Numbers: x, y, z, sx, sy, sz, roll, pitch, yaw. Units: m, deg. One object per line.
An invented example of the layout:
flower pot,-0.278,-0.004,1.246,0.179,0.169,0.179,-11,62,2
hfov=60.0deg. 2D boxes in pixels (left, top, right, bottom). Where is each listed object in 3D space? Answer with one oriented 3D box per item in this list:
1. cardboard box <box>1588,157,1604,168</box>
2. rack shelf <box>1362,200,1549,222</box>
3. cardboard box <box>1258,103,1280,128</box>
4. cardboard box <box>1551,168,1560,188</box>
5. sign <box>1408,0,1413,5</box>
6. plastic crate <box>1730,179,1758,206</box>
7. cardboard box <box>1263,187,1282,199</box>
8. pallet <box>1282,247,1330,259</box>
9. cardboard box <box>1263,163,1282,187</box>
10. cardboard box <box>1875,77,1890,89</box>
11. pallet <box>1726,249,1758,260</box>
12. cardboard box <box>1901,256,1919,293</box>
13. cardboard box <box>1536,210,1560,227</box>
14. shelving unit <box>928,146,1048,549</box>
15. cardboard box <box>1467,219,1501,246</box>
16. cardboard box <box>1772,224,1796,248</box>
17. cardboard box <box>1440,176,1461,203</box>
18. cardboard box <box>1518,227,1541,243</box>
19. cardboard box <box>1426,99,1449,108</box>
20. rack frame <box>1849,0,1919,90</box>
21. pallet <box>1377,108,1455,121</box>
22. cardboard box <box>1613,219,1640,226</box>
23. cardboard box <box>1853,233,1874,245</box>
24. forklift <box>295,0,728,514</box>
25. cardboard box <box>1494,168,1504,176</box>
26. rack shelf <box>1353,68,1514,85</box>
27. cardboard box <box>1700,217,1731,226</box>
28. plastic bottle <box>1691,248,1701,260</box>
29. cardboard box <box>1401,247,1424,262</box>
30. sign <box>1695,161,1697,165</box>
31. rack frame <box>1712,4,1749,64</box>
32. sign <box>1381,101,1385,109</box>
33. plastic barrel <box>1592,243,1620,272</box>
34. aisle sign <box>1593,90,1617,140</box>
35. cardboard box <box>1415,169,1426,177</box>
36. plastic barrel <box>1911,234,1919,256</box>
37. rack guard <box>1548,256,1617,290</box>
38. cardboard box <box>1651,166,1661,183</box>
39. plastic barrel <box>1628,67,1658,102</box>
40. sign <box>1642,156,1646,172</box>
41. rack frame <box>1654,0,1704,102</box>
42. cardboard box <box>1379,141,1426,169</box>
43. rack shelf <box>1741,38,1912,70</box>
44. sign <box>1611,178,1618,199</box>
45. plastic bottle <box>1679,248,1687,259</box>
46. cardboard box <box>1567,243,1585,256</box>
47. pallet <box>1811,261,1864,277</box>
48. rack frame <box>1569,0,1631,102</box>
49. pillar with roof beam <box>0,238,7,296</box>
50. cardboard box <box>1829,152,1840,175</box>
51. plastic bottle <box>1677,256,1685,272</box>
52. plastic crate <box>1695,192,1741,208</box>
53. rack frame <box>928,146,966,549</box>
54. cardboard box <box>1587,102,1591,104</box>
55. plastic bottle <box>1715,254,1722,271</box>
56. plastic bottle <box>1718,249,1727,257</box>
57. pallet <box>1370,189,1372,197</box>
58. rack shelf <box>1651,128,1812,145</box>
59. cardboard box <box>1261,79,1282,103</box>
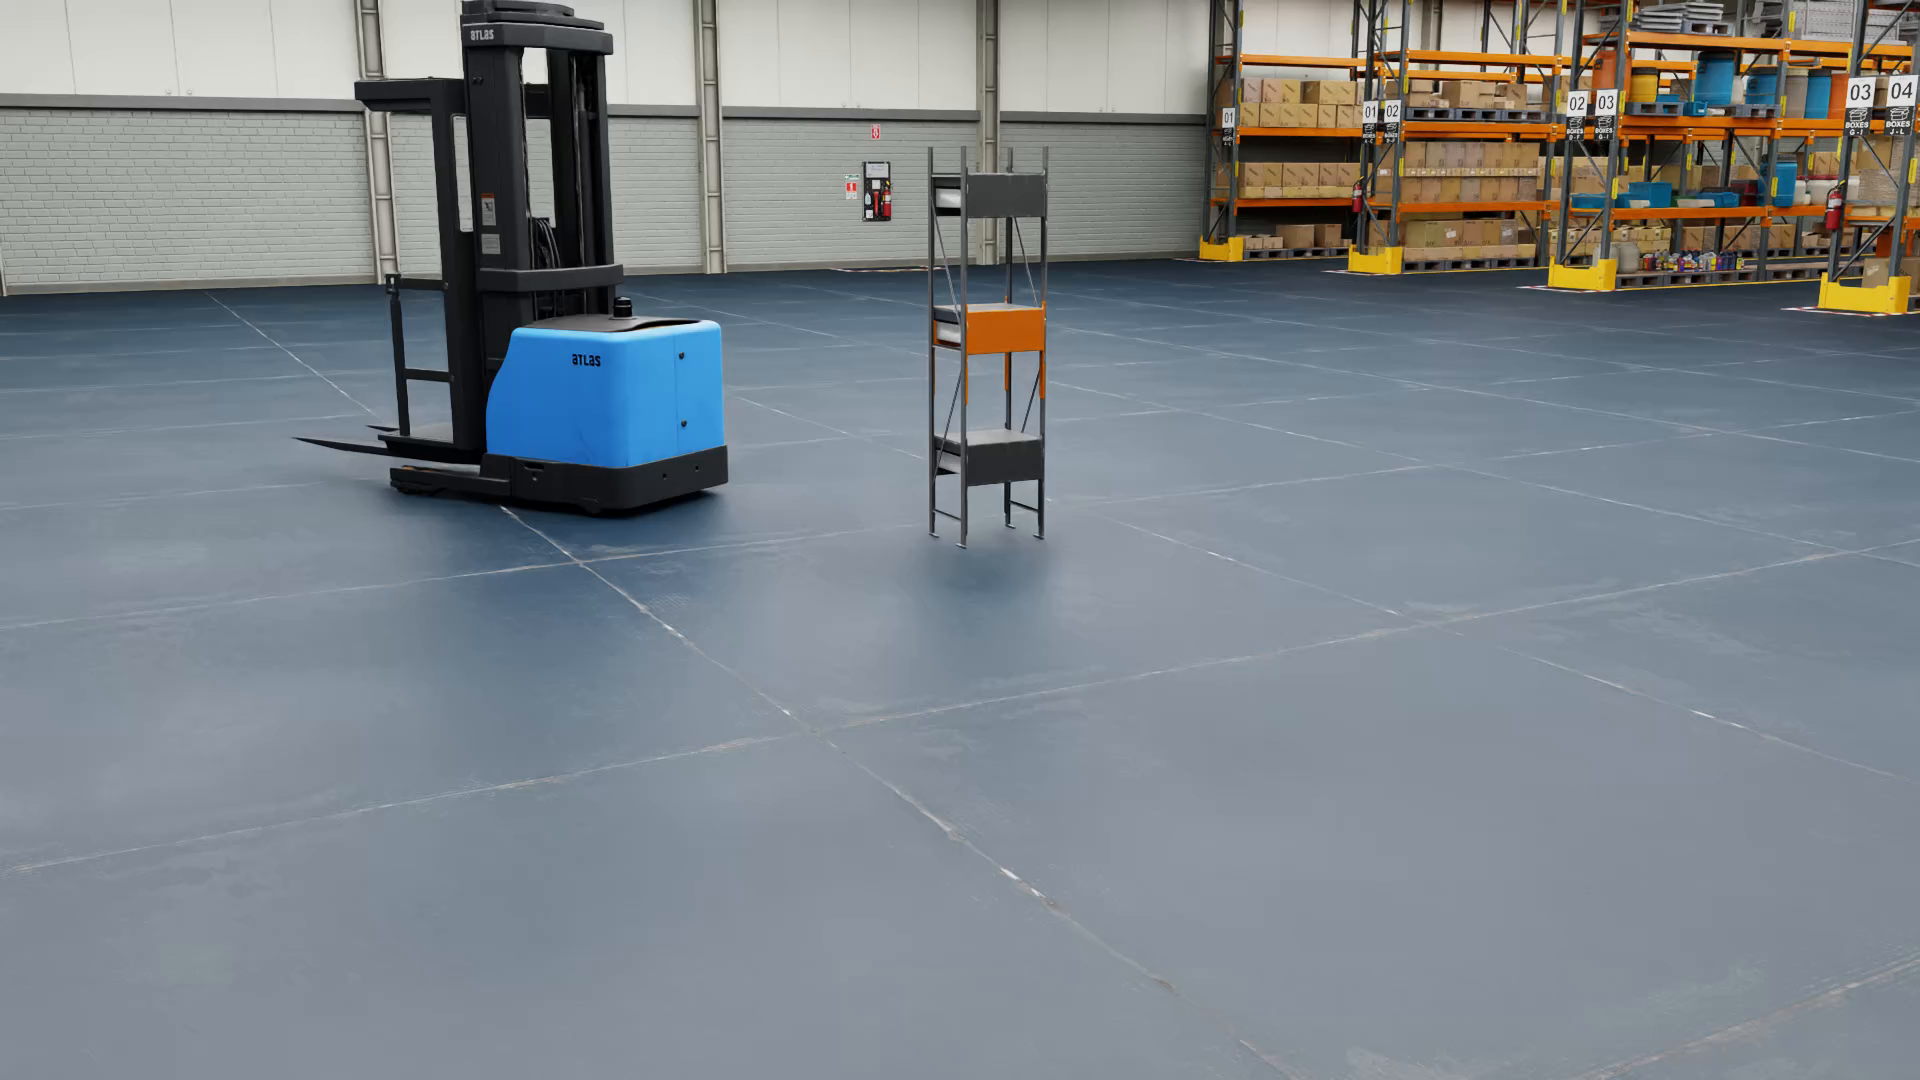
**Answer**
cardboard box,15.428,-9.273,40.821,0.500,0.250,0.500,-6,14,-27
rack shelf,9.768,-6.496,32.782,4.000,0.370,1.077,-7,14,-28
cardboard box,6.537,-9.150,35.828,0.500,0.500,0.500,-6,14,-24
cardboard box,14.107,-8.743,40.178,0.500,0.500,0.500,-7,14,-28
sign,8.273,-9.989,30.511,0.005,0.325,0.100,-7,14,-28
plastic crate,14.172,-6.244,29.876,0.583,0.464,0.402,-7,14,-28
cardboard box,6.665,-7.575,36.233,0.500,0.250,0.500,-7,15,-30
pallet,7.502,-6.445,37.266,1.213,0.211,1.003,-7,14,-28
cardboard box,6.637,-7.936,36.128,0.500,0.500,0.500,-7,14,-28
cardboard box,12.850,-6.401,23.324,0.250,0.149,0.380,-7,14,-28
pallet,16.777,-6.317,36.697,1.213,0.211,1.003,-7,14,-28
cardboard box,13.820,-3.845,24.098,0.500,0.500,0.500,-3,13,-13
cardboard box,14.138,-7.732,40.573,0.750,0.750,0.750,-7,14,-28
shelving unit,0.145,-1.042,8.956,0.503,2.100,0.431,-7,14,-28
cardboard box,10.340,-6.092,32.946,0.500,0.500,0.500,-7,14,-28
cardboard box,18.249,-6.787,37.127,0.500,0.500,0.500,-7,14,-28
cardboard box,9.326,-6.840,32.441,0.500,0.500,0.700,-7,14,-27
cardboard box,11.741,-6.293,34.267,0.500,0.311,0.500,-7,14,-28
cardboard box,9.130,-8.341,31.804,0.250,0.149,0.380,-7,14,-28
rack frame,12.756,-7.654,22.624,0.127,3.000,1.000,-7,14,-28
pallet,8.645,-8.127,31.757,1.213,0.211,1.003,-7,14,-28
cardboard box,16.874,-7.898,42.108,0.500,0.500,0.700,-7,14,-27
cardboard box,20.849,-6.994,38.617,0.500,0.250,0.500,-7,14,-28
forklift,-2.981,-1.795,10.410,3.031,2.935,1.130,7,15,29
cardboard box,10.493,-7.246,32.771,0.250,0.149,0.380,-7,14,-28
rack shelf,10.902,-10.603,38.277,4.000,0.370,1.077,-7,14,-28
cardboard box,16.686,-7.098,36.801,0.500,0.250,0.500,-7,15,-29
plastic bottle,13.055,-4.992,29.491,0.185,0.351,0.144,-7,14,-28
cardboard box,8.590,-5.514,32.084,0.500,0.250,0.500,-7,14,-28
sign,19.419,-9.843,43.862,0.005,0.325,0.100,-7,14,-28
rack frame,19.679,-12.201,42.829,0.127,3.000,1.000,-7,14,-28
sign,9.413,-9.624,37.031,0.005,0.325,0.100,-7,14,-28
plastic barrel,10.924,-4.757,28.125,0.421,0.512,0.421,0,13,0
aisle sign,10.460,-6.886,26.955,0.004,0.787,0.394,-7,14,-28
cardboard box,8.690,-7.030,31.810,0.250,0.149,0.380,-7,15,-29
plastic barrel,18.278,-5.646,32.075,0.421,0.512,0.421,0,13,0
rack guard,10.427,-4.479,27.875,0.348,0.500,1.175,-7,14,-28
cardboard box,17.296,-9.130,42.161,0.700,0.700,0.980,-7,15,-29
plastic barrel,11.322,-7.586,27.770,0.600,0.588,0.600,0,13,0
sign,14.766,-8.108,35.849,0.005,0.325,0.100,-7,14,-28
rack frame,15.034,-10.405,34.849,0.127,3.000,1.000,-7,14,-28
cardboard box,8.475,-7.371,31.846,0.500,0.500,0.700,-7,14,-28
rack shelf,15.649,-8.694,29.793,4.000,0.370,1.077,-7,14,-28
sign,10.642,-5.710,27.021,0.005,0.325,0.100,-7,14,-28
plastic bottle,12.820,-5.000,29.527,0.185,0.351,0.144,-8,15,-30
cardboard box,12.445,-5.969,34.108,0.500,0.250,0.500,-6,14,-26
pallet,16.706,-5.089,31.241,1.213,0.211,1.003,-7,14,-28
rack frame,10.383,-8.609,26.866,0.127,3.000,1.000,-7,14,-28
pillar with roof beam,-13.167,-7.404,21.512,0.400,9.000,9.100,-7,14,-28
cardboard box,19.546,-8.486,37.477,0.500,0.500,0.500,-7,15,-30
plastic bottle,12.331,-4.722,28.445,0.133,0.283,0.061,-7,14,-27
plastic crate,13.052,-5.861,28.661,0.616,0.251,0.499,-7,14,-28
rack frame,-0.069,-1.016,8.842,0.015,2.100,0.400,-7,14,-28
cardboard box,12.550,-8.774,33.818,0.500,0.250,0.500,-8,15,-33
plastic bottle,13.175,-4.823,28.895,0.133,0.283,0.061,-6,14,-24
plastic bottle,13.397,-4.929,29.212,0.185,0.351,0.144,-7,14,-28
pallet,9.887,-7.971,38.132,1.213,0.211,1.003,-7,14,-28
rack shelf,16.790,-8.801,36.192,4.000,0.370,1.077,-7,14,-28
cardboard box,6.555,-9.638,35.719,0.500,0.500,0.500,-7,14,-29
